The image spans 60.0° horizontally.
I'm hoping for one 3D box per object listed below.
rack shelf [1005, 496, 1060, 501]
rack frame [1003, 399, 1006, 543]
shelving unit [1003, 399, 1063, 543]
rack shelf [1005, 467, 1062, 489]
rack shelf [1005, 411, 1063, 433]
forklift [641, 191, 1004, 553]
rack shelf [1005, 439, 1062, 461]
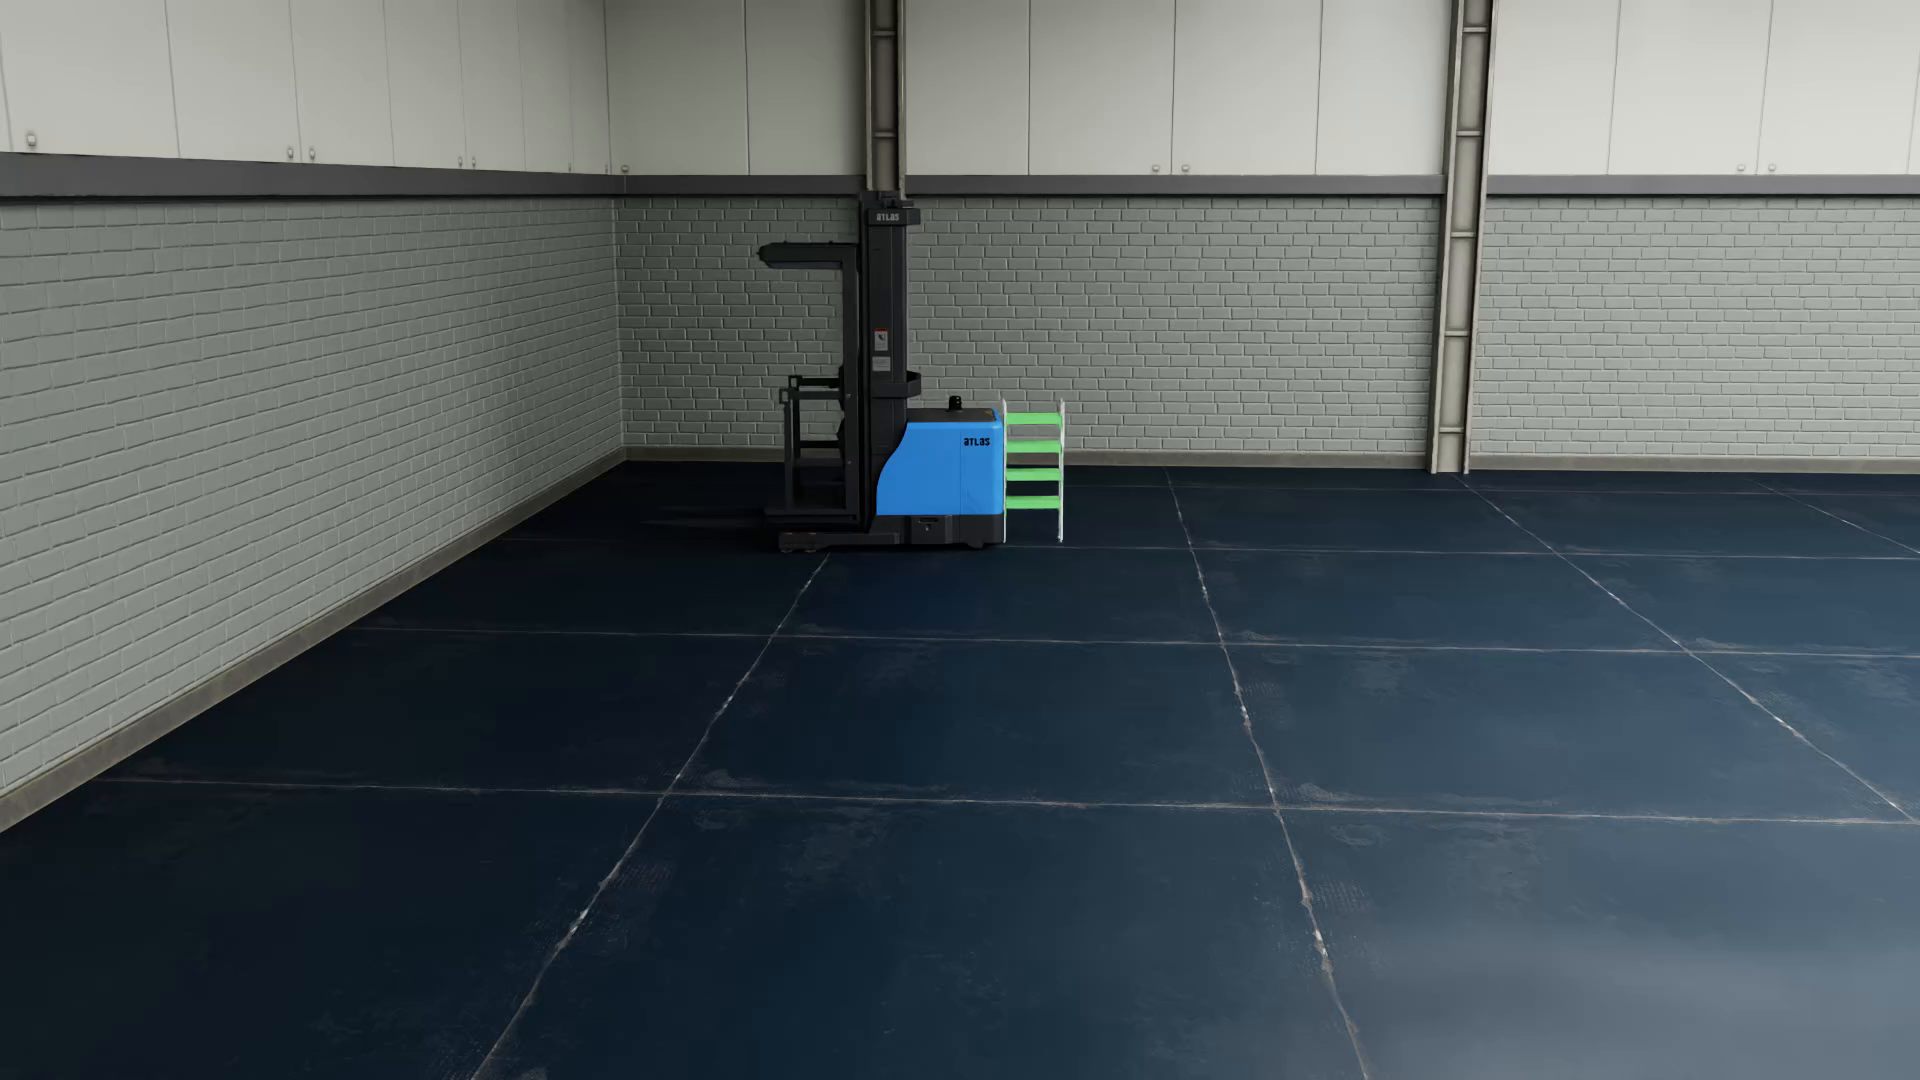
[{"bbox_3d":[0.618,-0.346,14.214,0.457,0.021,0.221,0,12,-1],"label":"rack shelf"},{"bbox_3d":[0.375,-0.590,14.156,0.015,1.200,0.240,0,12,-1],"label":"rack frame"},{"bbox_3d":[0.613,-0.591,14.162,0.492,1.200,0.258,0,12,-1],"label":"shelving unit"},{"bbox_3d":[0.618,-0.528,14.175,0.480,0.148,0.258,0,12,-1],"label":"rack shelf"},{"bbox_3d":[0.618,-0.998,14.077,0.480,0.148,0.258,0,12,-1],"label":"rack shelf"},{"bbox_3d":[-1.156,-1.438,13.985,3.031,2.935,1.130,0,12,-1],"label":"forklift"},{"bbox_3d":[0.618,-0.763,14.126,0.480,0.148,0.258,0,12,-1],"label":"rack shelf"}]
